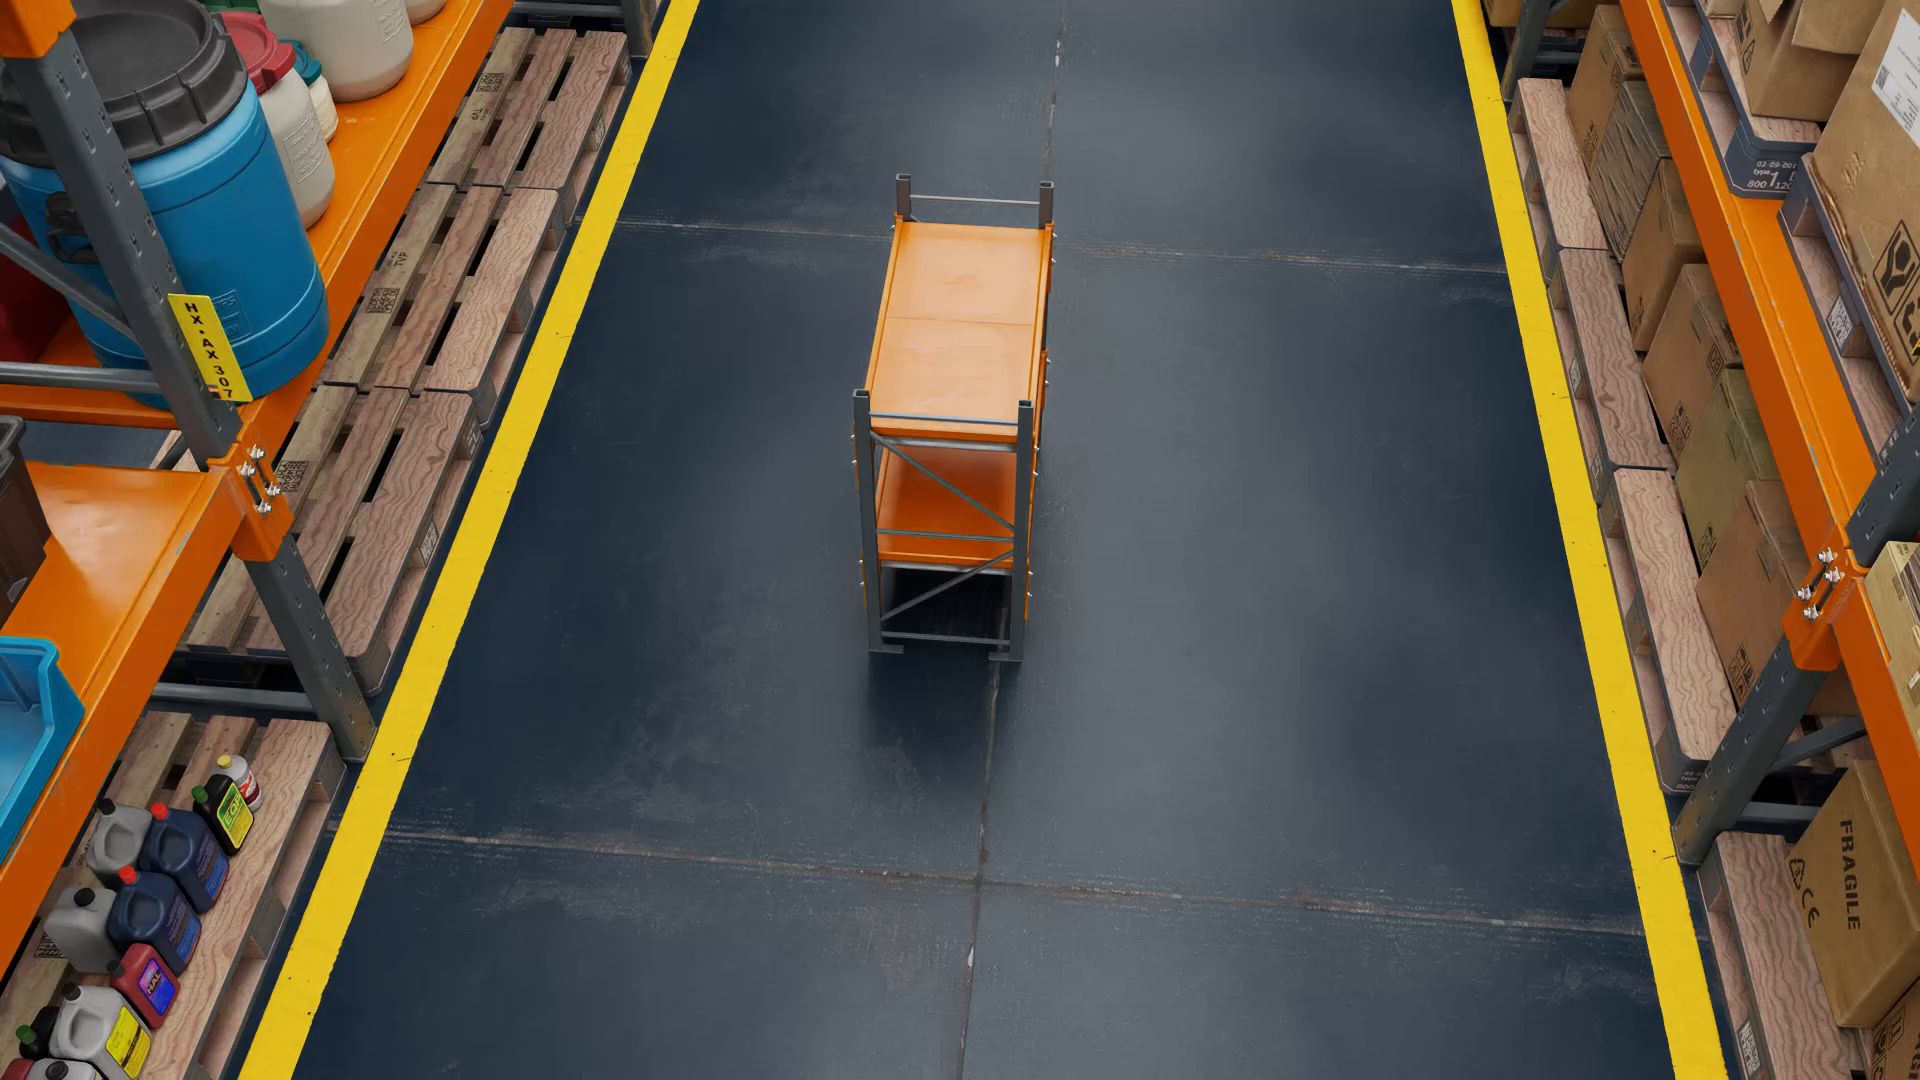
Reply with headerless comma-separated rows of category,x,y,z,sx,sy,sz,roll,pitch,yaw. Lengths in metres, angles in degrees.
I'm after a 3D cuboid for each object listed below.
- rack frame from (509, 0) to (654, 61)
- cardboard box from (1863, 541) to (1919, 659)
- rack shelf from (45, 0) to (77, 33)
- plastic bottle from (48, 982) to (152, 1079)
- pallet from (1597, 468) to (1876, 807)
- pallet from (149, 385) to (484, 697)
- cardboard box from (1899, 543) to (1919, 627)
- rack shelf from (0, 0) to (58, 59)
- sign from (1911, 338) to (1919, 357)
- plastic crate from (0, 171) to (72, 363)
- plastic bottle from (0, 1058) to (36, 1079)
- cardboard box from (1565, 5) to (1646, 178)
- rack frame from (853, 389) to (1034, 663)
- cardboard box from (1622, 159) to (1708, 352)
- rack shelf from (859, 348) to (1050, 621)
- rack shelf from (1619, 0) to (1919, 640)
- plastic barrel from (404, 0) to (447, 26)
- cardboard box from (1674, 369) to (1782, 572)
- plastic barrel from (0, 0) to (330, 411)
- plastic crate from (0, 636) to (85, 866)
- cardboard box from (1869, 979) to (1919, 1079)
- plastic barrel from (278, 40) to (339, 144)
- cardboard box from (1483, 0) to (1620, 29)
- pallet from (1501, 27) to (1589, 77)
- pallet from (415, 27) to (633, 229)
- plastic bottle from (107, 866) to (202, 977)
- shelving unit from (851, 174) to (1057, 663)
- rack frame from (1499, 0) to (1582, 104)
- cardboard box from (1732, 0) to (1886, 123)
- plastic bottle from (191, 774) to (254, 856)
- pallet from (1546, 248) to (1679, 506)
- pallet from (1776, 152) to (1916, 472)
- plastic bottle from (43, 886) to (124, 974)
rack frame,-1.958,-3.343,6.775,1.000,3.000,0.127,4,48,4
cardboard box,2.291,0.152,3.749,0.380,0.149,0.250,4,48,4
rack shelf,-2.140,-2.643,4.589,1.077,0.370,4.000,4,48,4
plastic bottle,-2.141,1.213,4.105,0.144,0.351,0.185,4,48,3
pallet,2.679,0.298,5.334,1.003,0.211,1.213,4,48,4
pallet,-2.290,-0.042,5.646,1.003,0.211,1.213,4,48,4
cardboard box,2.507,0.122,3.337,0.875,0.500,0.500,4,48,4
rack shelf,-2.505,0.296,1.901,1.077,0.370,4.000,4,48,4
sign,2.057,-0.496,3.386,0.100,0.325,0.005,4,48,4
plastic crate,-2.583,-0.802,4.407,0.402,0.464,0.583,4,48,4
plastic bottle,-2.266,1.348,4.027,0.061,0.283,0.133,4,48,4
cardboard box,2.933,-1.821,6.779,0.700,0.500,0.500,2,48,1
rack frame,-0.046,-0.011,4.998,0.500,1.125,0.032,4,48,4
cardboard box,2.850,-0.996,6.024,0.700,0.500,0.500,7,48,7
rack shelf,0.001,-0.220,5.520,0.538,0.278,1.000,4,48,4
rack shelf,2.792,-1.298,5.392,1.077,0.370,4.000,4,48,4
plastic barrel,-1.911,-1.995,5.450,0.433,0.535,0.433,0,48,0
cardboard box,2.749,-0.175,5.273,0.700,0.500,0.500,4,48,3
plastic barrel,-1.986,-0.837,4.143,0.600,0.901,0.708,4,48,4
plastic crate,-2.153,0.478,3.381,0.499,0.251,0.616,4,48,4
cardboard box,2.489,1.344,3.898,0.500,0.500,0.500,18,50,16
plastic barrel,-2.049,-1.320,5.018,0.301,0.262,0.301,0,48,0
cardboard box,3.058,-2.941,7.562,1.225,0.875,0.875,2,48,2
pallet,3.121,-2.643,8.025,1.003,0.211,1.213,4,48,4
pallet,-2.067,-1.835,7.286,1.003,0.211,1.213,4,48,4
plastic bottle,-2.112,0.975,4.322,0.144,0.351,0.185,2,48,2
shelving unit,0.001,-0.385,5.339,0.538,1.125,1.048,4,48,4
rack frame,2.974,-3.010,6.470,1.000,3.000,0.127,4,48,4
cardboard box,2.676,-1.527,4.760,0.797,0.503,0.637,8,48,8
plastic bottle,-2.038,0.740,4.583,0.061,0.283,0.133,6,48,5
pallet,2.788,-0.601,6.157,1.003,0.211,1.213,4,48,4
pallet,2.824,-0.558,4.358,1.003,0.211,1.213,4,48,4
plastic bottle,-2.262,1.009,4.342,0.152,0.276,0.135,4,48,4
